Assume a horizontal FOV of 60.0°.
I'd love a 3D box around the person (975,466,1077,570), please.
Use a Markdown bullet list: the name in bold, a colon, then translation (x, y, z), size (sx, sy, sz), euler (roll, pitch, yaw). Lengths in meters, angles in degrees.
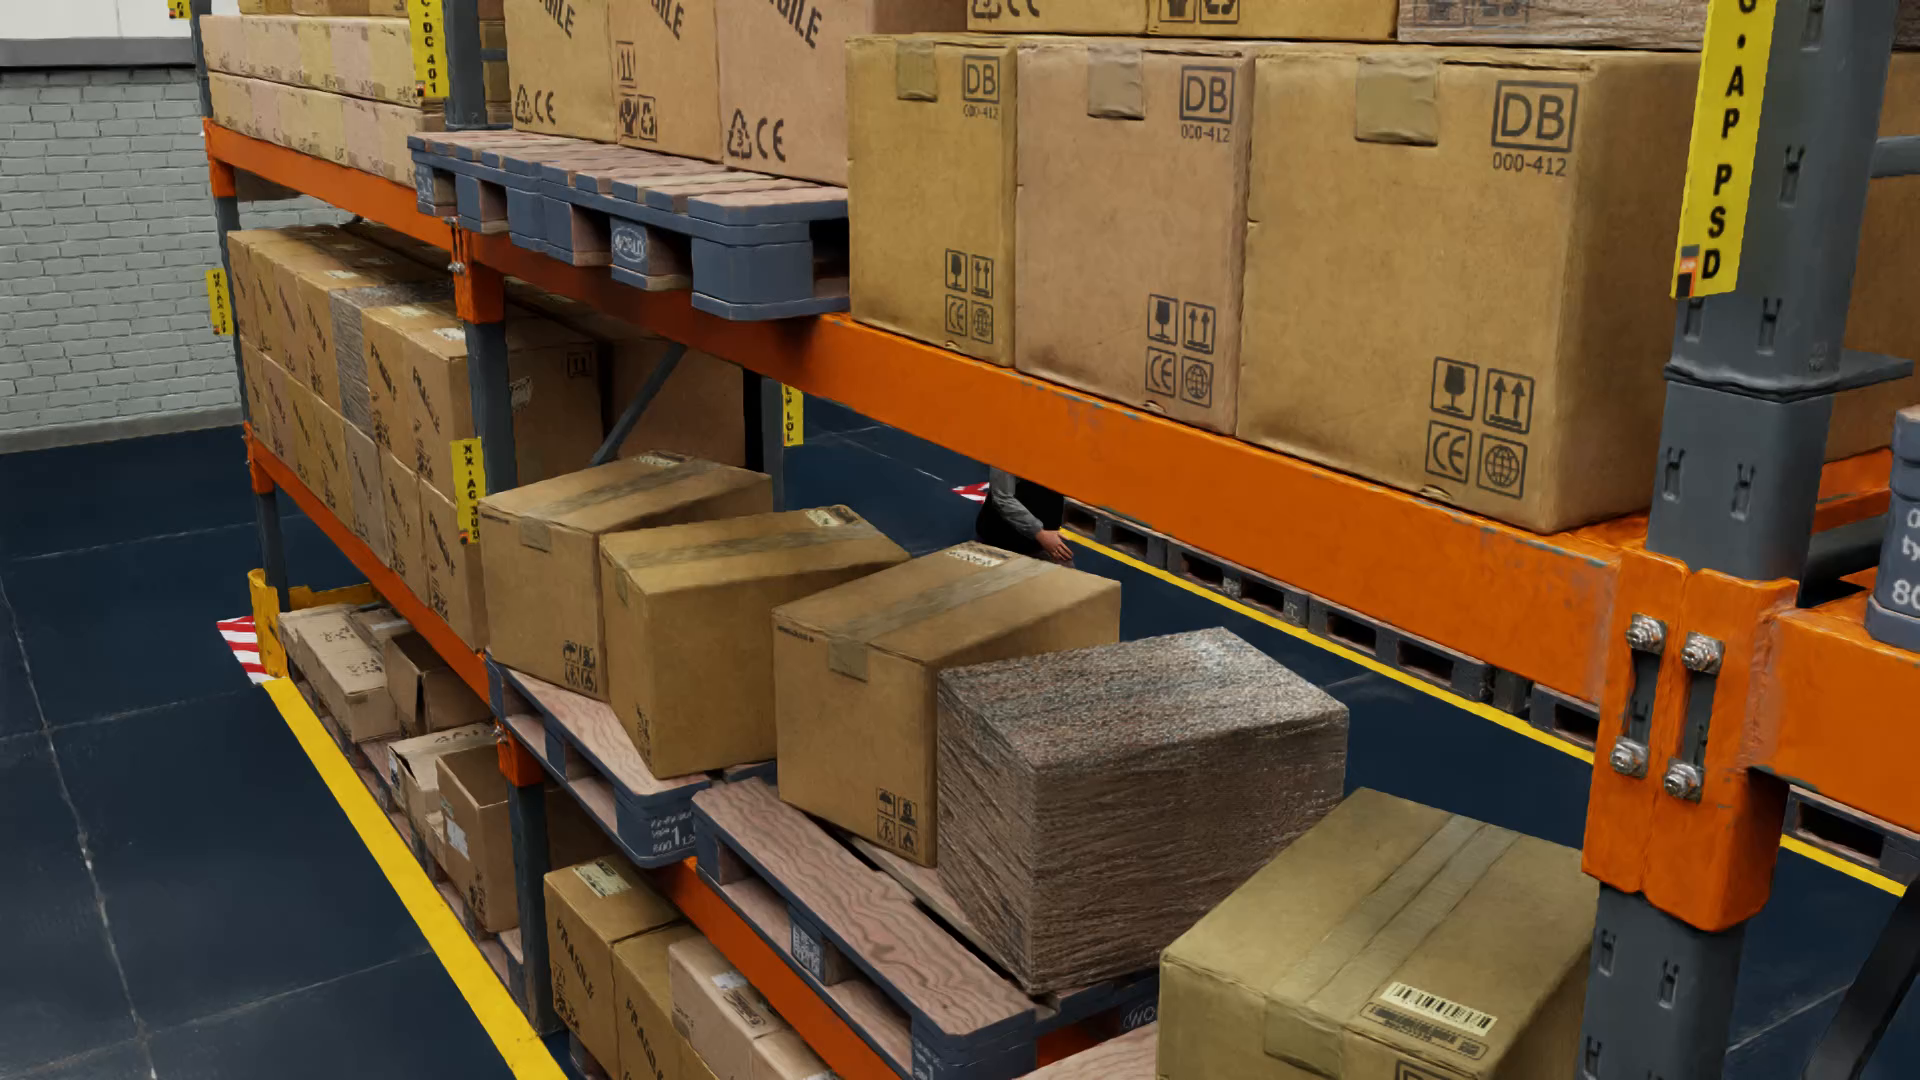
- **person**: translation (0.318, 0.003, 8.130), size (0.795, 1.669, 0.678), euler (14, 23, 37)
